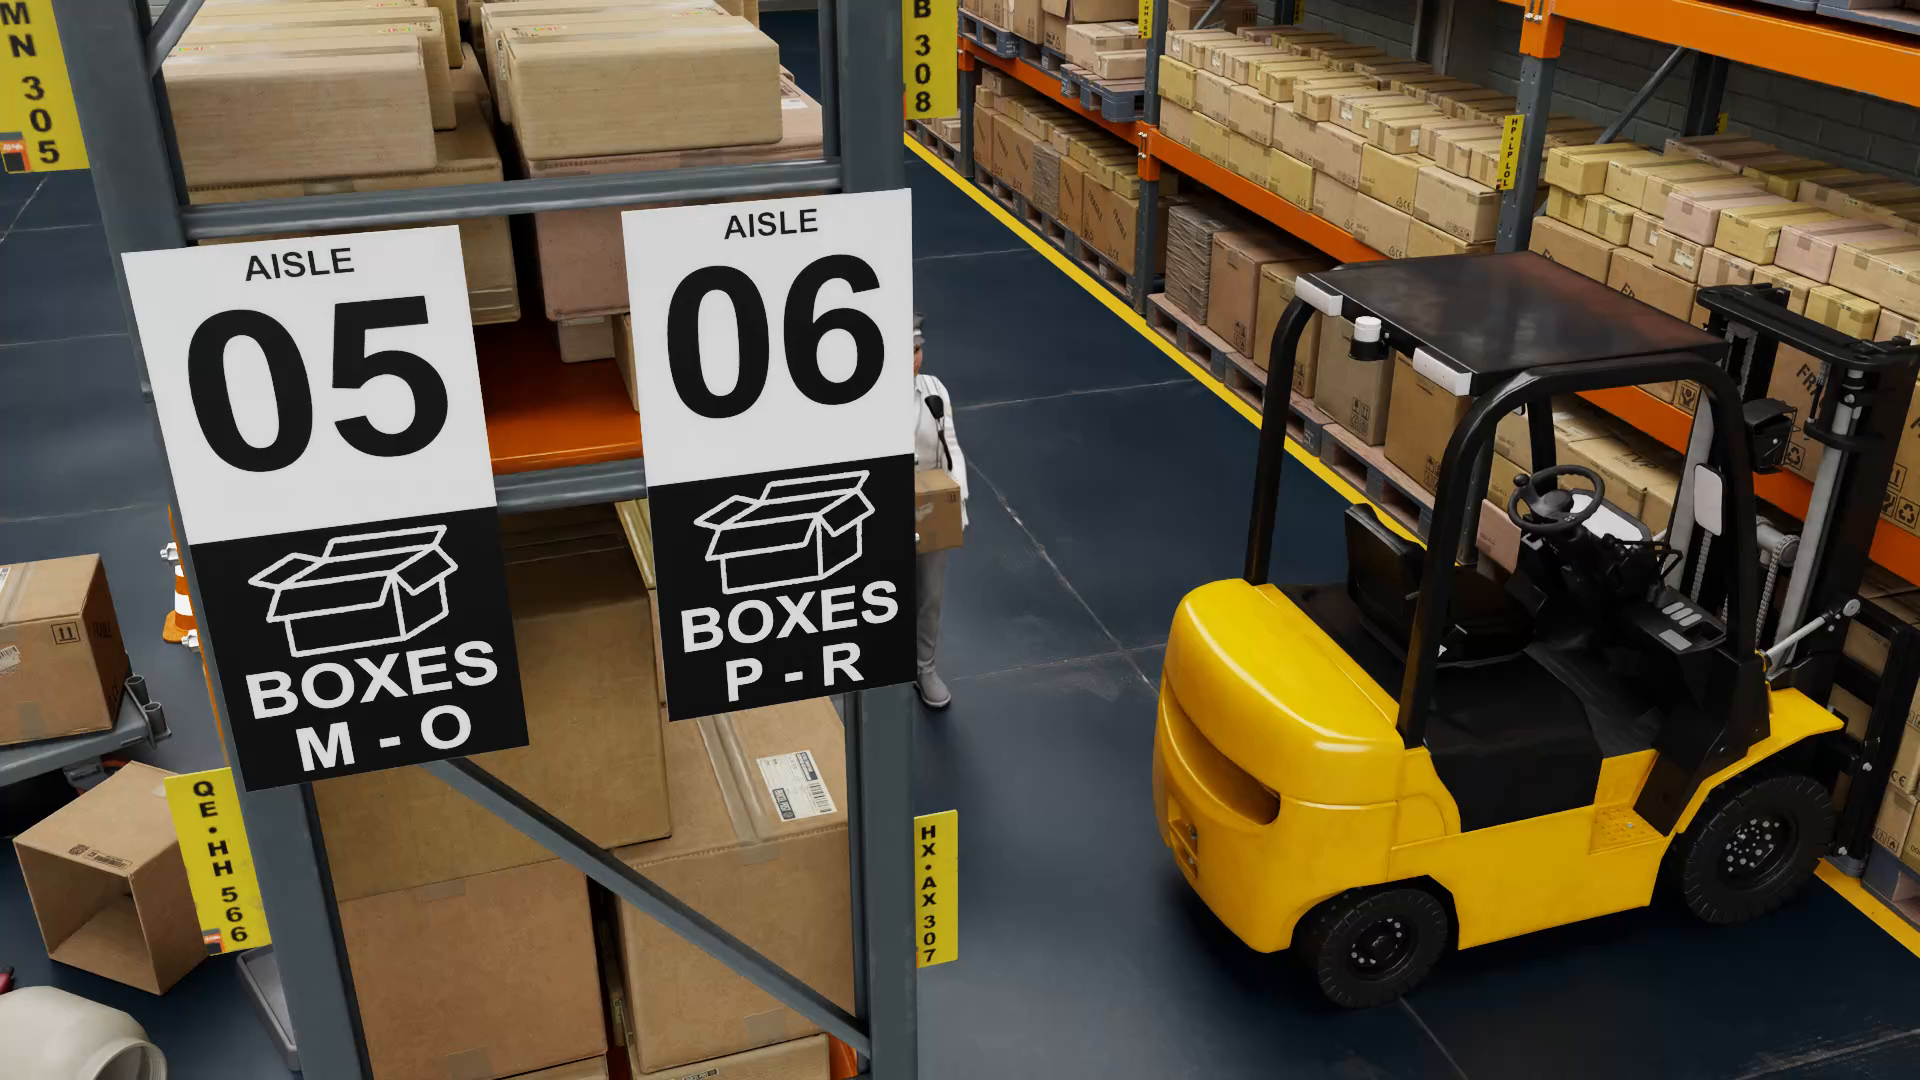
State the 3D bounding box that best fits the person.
[{"bbox_3d":[-0.198,-0.094,6.762,0.468,1.697,0.552,-12,29,-23],"label":"person"}]
